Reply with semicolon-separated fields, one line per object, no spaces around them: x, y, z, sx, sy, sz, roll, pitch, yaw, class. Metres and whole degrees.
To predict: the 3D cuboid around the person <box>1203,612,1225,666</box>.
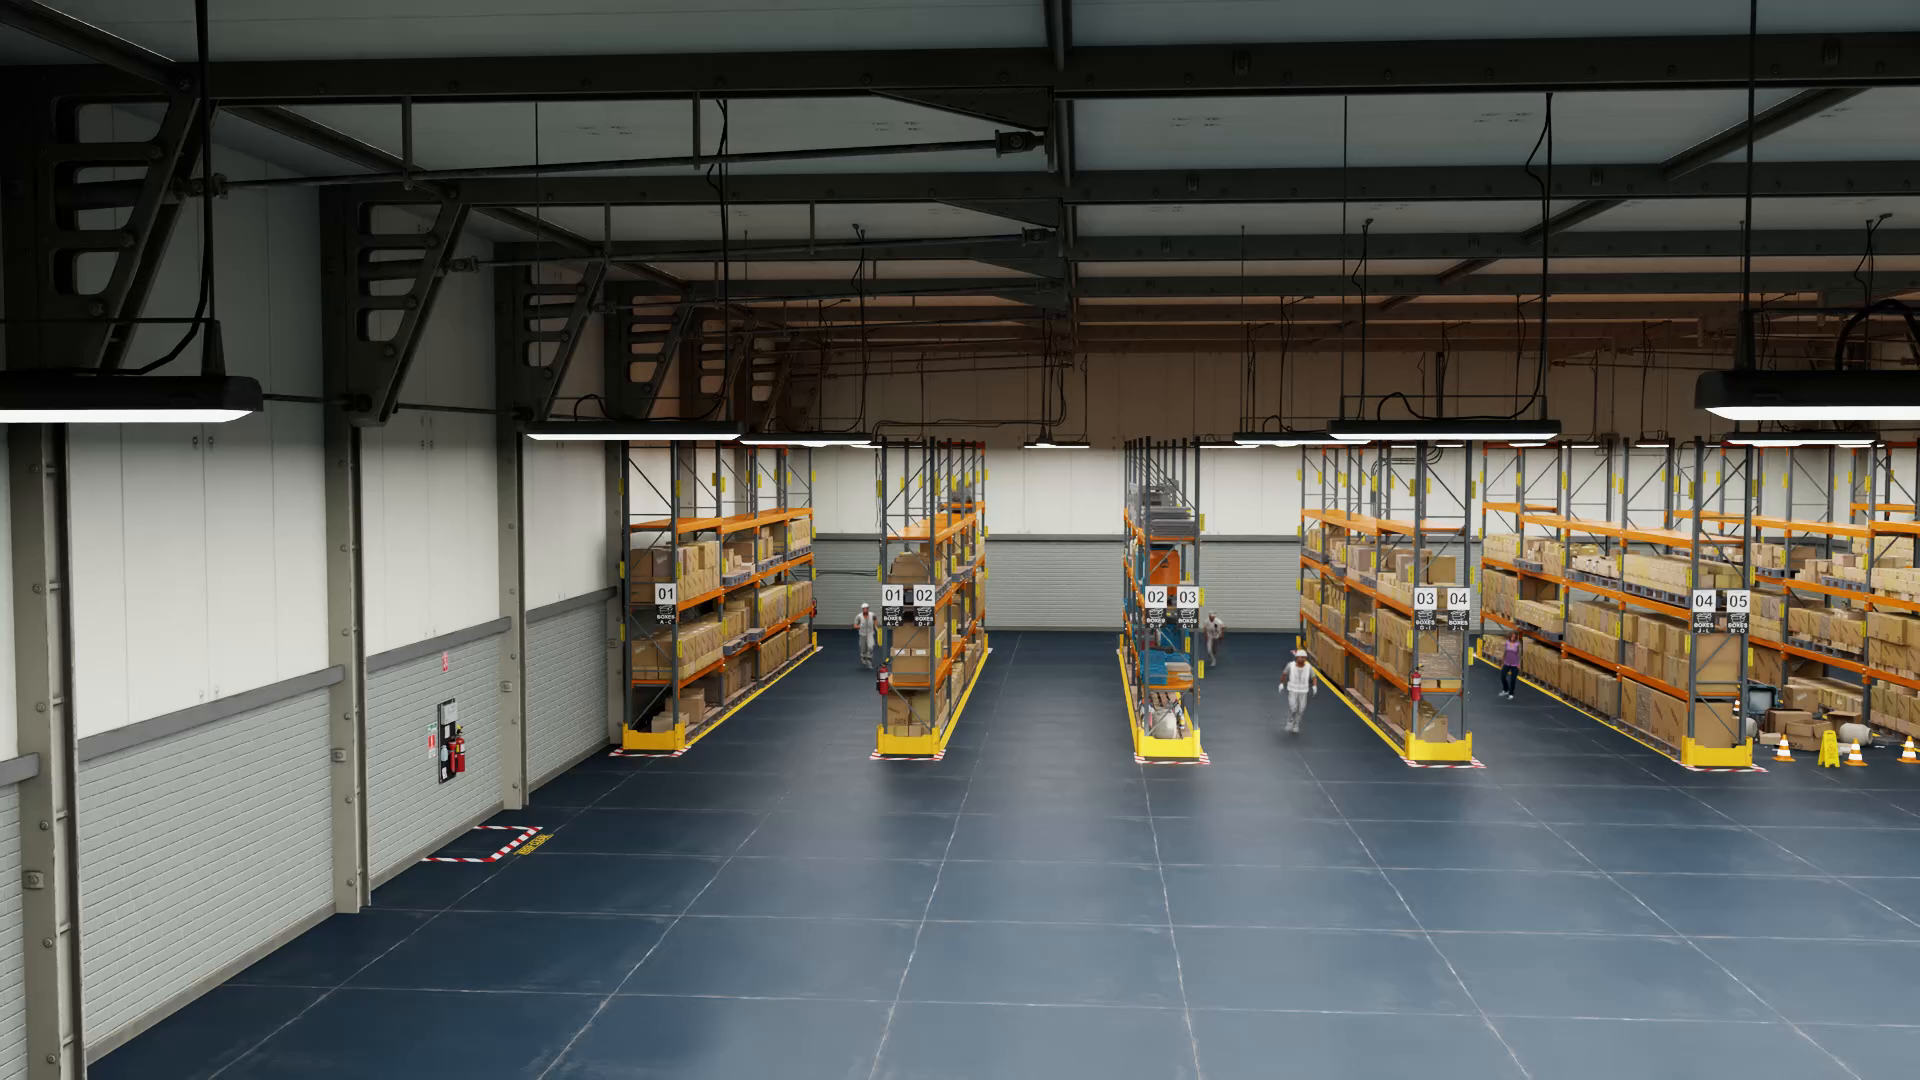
6.775;2.618;44.336;0.580;1.490;0.923;1;3;13;person

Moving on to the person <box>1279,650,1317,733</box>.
6.826;3.052;33.455;0.683;1.719;0.807;0;3;-1;person

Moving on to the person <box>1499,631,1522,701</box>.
12.641;2.907;38.182;0.527;1.569;0.415;2;4;32;person

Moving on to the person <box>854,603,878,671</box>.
-2.445;2.516;43.673;0.687;1.754;0.992;0;3;-4;person
